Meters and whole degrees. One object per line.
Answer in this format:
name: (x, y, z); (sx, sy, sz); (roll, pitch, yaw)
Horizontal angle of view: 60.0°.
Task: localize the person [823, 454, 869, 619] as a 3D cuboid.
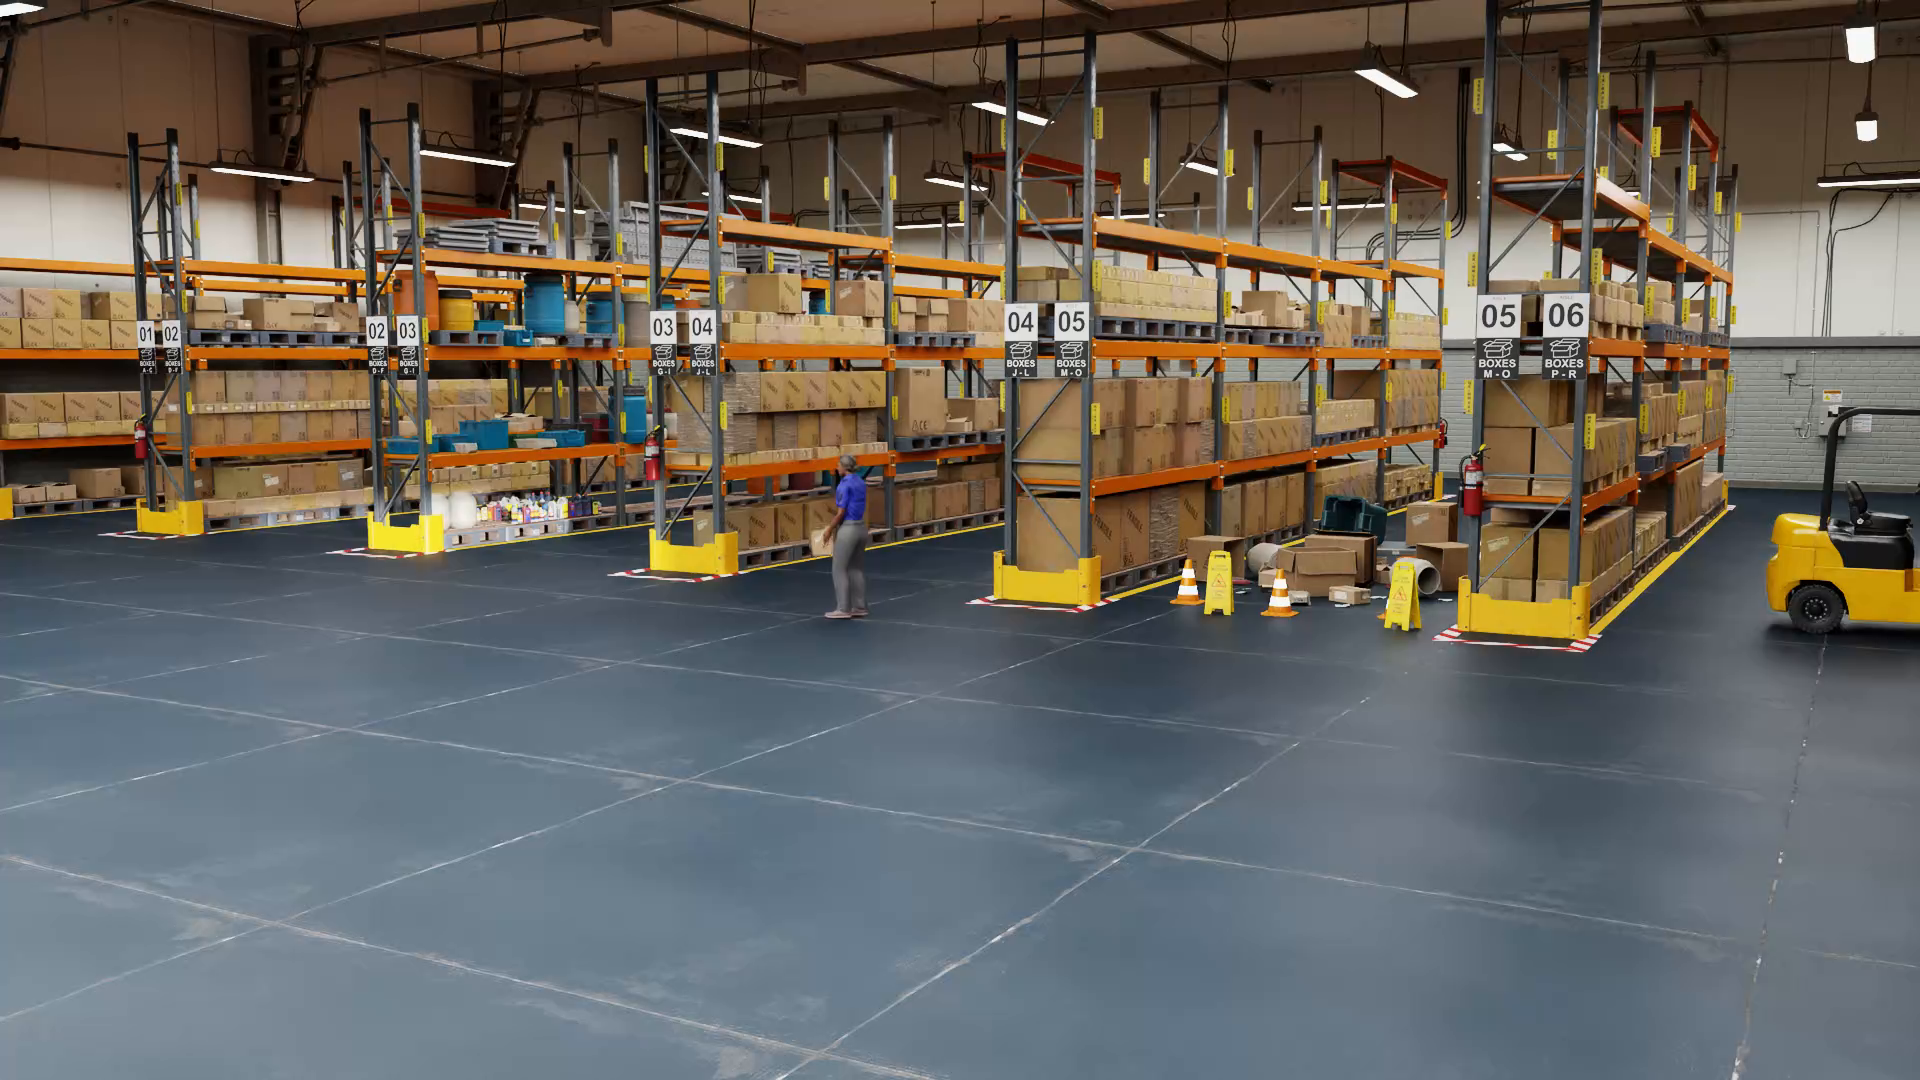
person: (-1.143, -0.042, 16.750); (0.397, 1.662, 0.481); (3, 7, 28)
